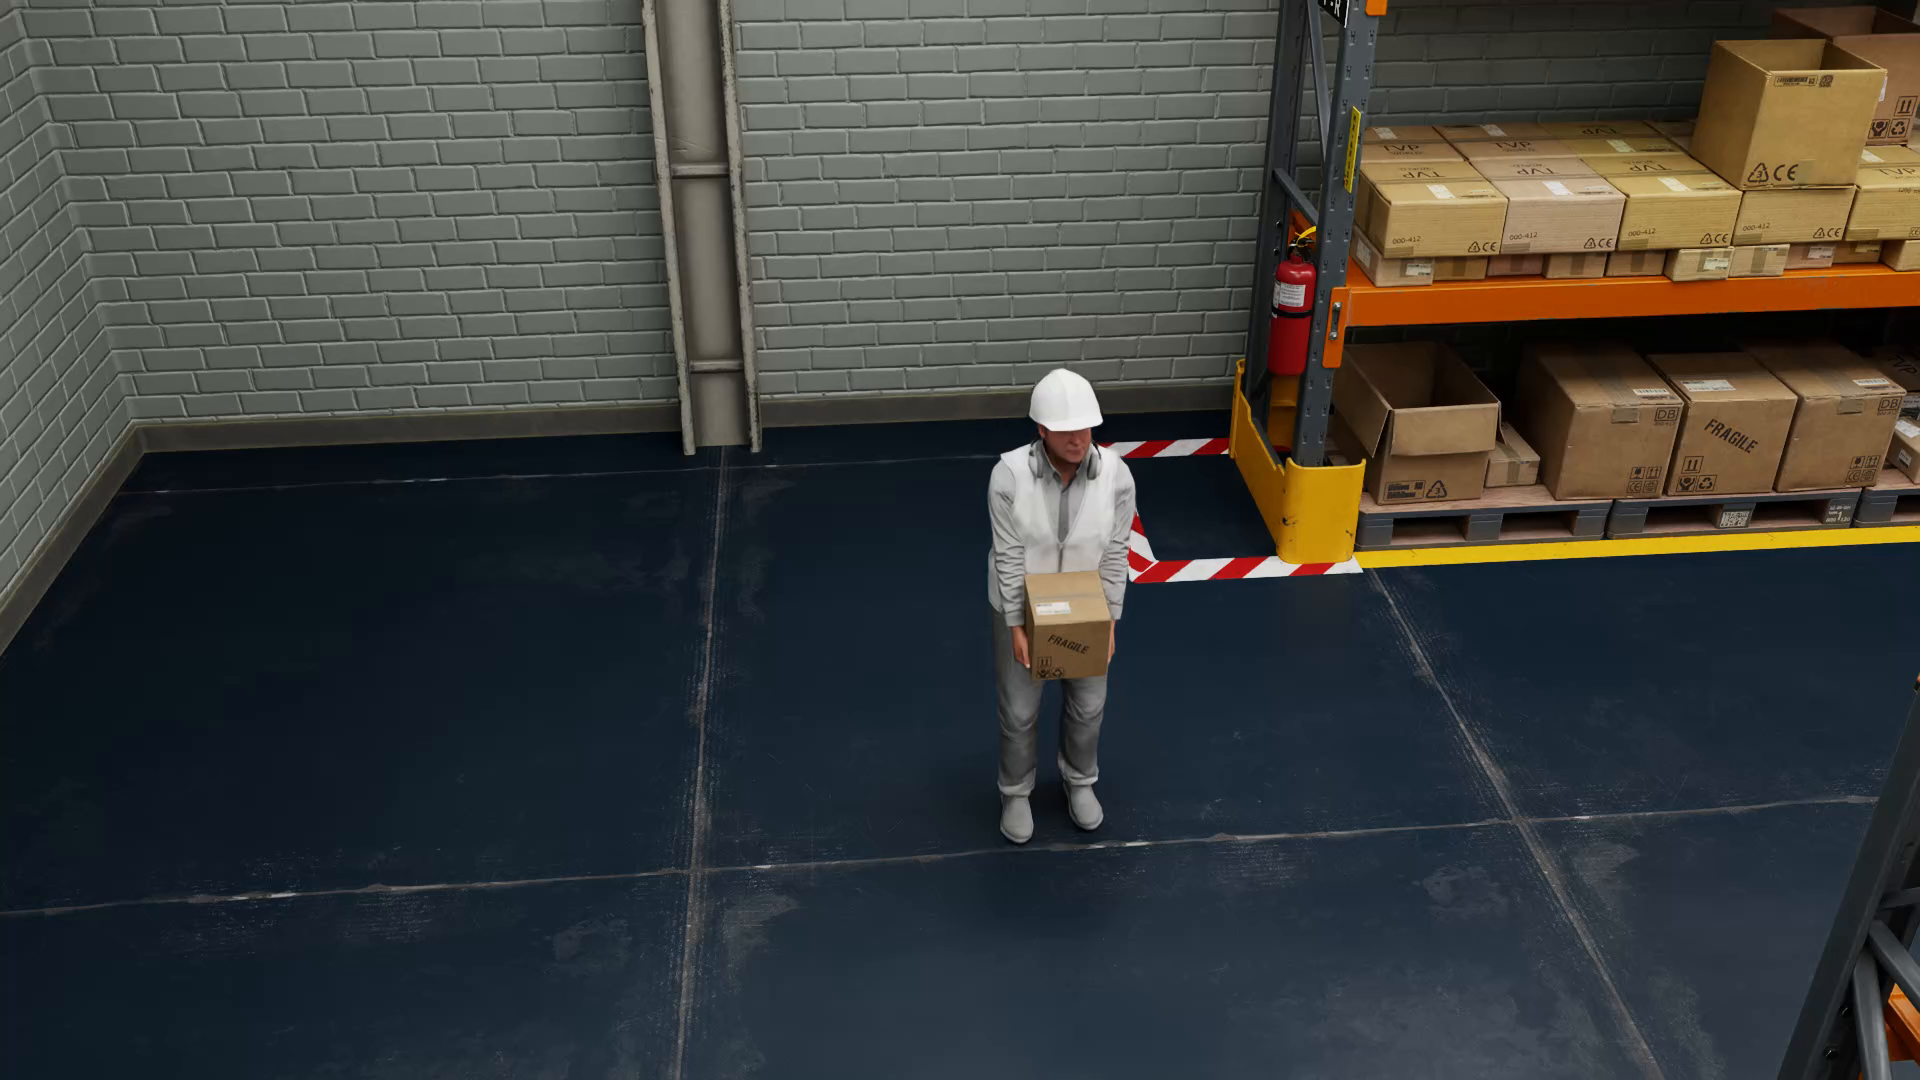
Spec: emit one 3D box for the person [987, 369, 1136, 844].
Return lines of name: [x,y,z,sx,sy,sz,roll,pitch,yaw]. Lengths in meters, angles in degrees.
person: [0.342,0.262,5.675,0.494,1.772,0.558,-3,31,-5]
